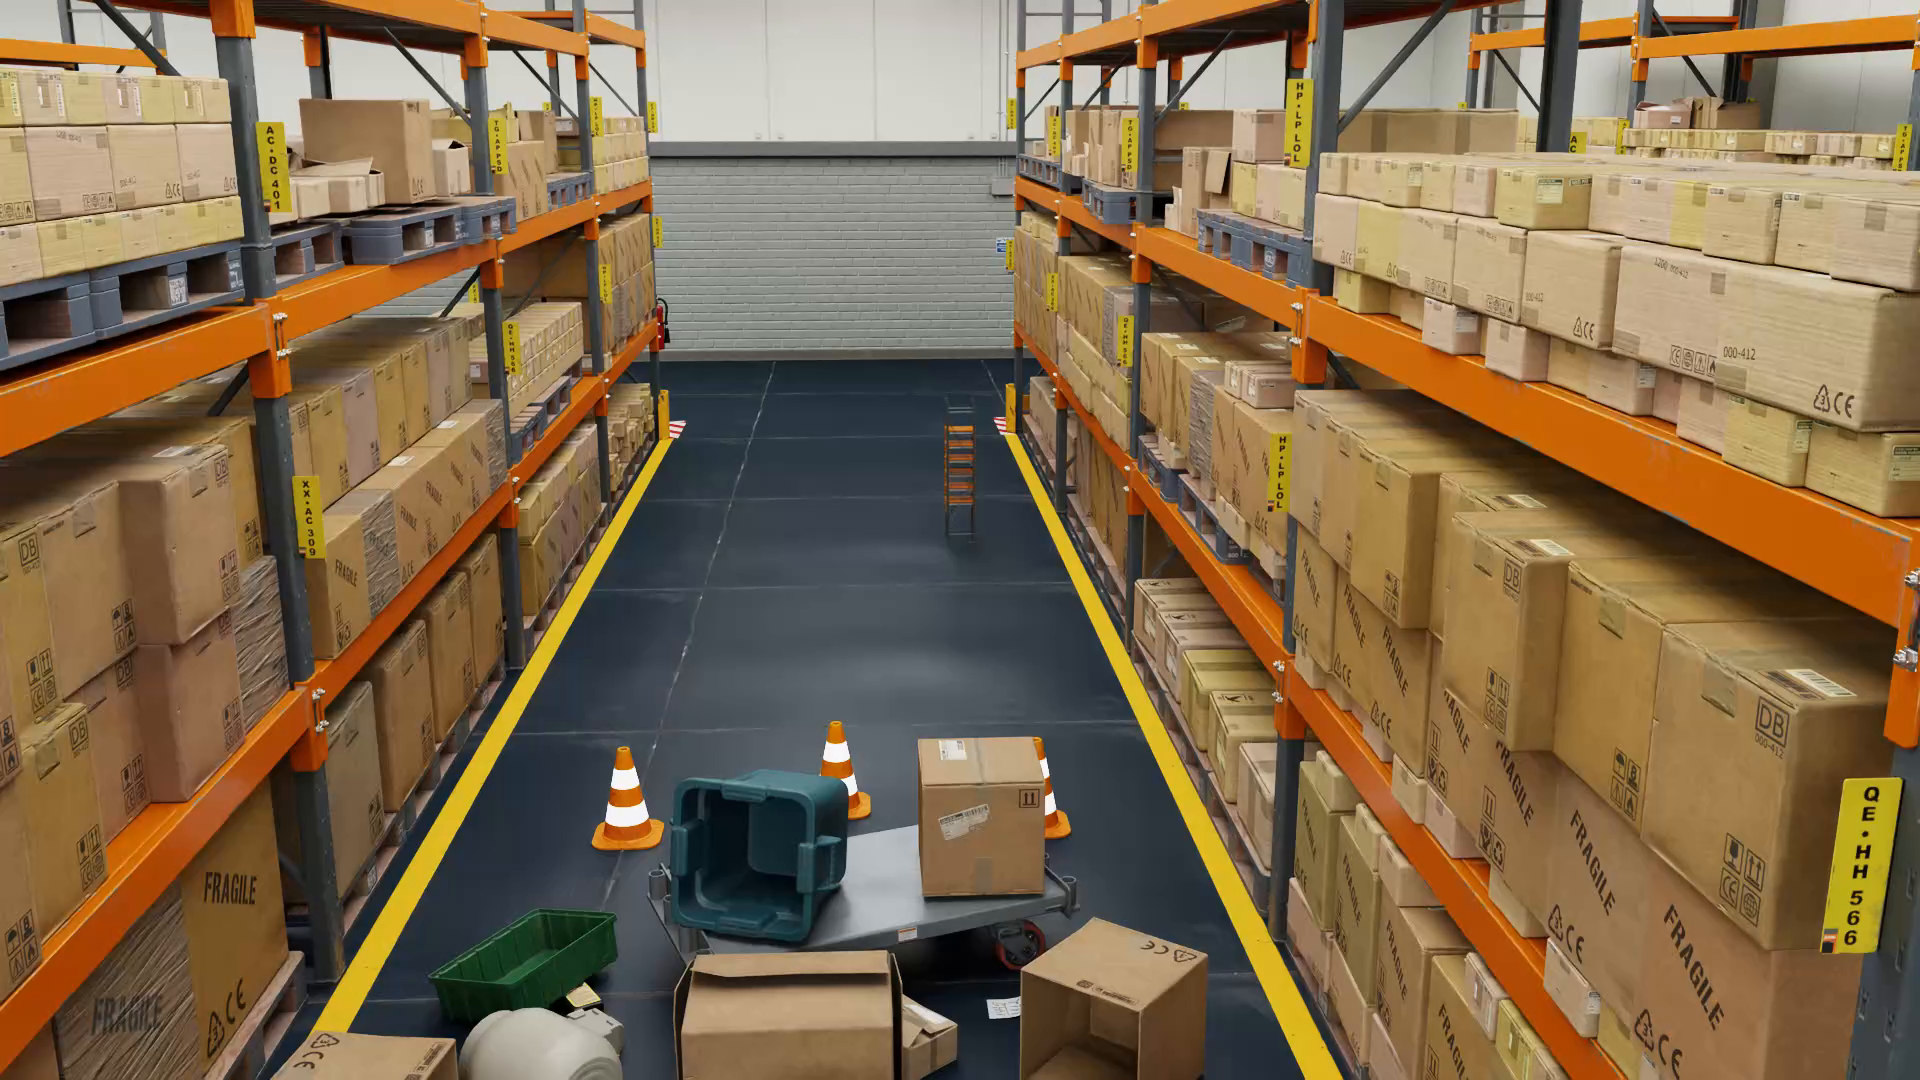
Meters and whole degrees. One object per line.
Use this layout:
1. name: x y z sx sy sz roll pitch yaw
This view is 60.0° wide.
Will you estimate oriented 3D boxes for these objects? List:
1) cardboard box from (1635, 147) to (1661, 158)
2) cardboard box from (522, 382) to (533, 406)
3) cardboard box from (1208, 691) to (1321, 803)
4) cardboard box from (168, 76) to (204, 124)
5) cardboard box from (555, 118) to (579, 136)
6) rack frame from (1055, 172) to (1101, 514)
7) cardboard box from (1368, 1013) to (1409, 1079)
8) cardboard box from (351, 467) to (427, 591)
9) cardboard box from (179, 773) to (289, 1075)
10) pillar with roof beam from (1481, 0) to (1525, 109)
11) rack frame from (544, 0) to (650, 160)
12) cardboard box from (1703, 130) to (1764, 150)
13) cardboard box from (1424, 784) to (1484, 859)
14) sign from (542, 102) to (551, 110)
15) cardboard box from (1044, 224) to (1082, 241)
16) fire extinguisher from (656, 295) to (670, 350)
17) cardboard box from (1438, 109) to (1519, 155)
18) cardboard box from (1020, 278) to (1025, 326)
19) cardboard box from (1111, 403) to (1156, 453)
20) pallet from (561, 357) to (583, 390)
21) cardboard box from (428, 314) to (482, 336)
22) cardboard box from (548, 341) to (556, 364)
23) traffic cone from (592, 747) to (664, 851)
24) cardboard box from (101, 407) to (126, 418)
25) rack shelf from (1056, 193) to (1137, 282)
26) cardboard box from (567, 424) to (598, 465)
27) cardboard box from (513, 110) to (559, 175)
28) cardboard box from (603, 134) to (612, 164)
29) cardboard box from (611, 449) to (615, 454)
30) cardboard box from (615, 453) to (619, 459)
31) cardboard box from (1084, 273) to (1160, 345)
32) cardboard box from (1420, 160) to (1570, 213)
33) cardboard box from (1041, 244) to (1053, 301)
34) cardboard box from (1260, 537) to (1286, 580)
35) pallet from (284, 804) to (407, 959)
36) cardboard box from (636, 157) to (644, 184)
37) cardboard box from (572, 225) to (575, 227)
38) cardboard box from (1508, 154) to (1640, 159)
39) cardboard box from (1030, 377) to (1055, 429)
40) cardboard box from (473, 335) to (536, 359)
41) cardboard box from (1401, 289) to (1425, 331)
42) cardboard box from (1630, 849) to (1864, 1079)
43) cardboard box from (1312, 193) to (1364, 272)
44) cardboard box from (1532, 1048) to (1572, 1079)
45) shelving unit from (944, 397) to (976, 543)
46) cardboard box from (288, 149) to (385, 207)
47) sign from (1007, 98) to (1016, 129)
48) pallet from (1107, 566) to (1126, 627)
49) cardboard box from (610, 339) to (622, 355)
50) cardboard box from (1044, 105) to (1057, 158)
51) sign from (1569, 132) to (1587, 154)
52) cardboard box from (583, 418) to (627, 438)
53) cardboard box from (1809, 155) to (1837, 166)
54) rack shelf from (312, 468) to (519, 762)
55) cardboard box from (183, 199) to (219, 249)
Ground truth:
1. cardboard box: 5.918 -3.227 13.988 0.380 0.149 0.250 -1 14 -3
2. cardboard box: -3.203 -1.012 11.602 0.380 0.149 0.250 0 14 -1
3. cardboard box: 1.774 1.038 8.402 0.950 0.372 0.625 0 14 0
4. cardboard box: -2.721 -1.440 5.446 0.380 0.149 0.250 -1 14 -4
5. cardboard box: -3.349 -3.501 14.093 0.380 0.149 0.250 -1 14 -4
6. rack frame: 1.361 -1.712 14.659 1.000 3.000 0.127 -1 14 -3
7. cardboard box: 1.704 1.822 5.602 0.500 0.250 0.500 -1 14 -4
8. cardboard box: -2.902 -0.054 8.015 0.500 0.500 0.500 -1 14 -4
9. cardboard box: -3.108 1.363 6.131 0.875 0.875 0.875 -1 14 -3
10. pillar with roof beam: 2.503 -6.307 20.481 9.100 9.000 0.400 -1 14 -3
11. rack frame: -3.821 -5.510 17.383 1.000 3.000 0.127 -1 14 -3
12. cardboard box: 6.044 -3.115 12.959 0.380 0.149 0.250 -1 14 -3
13. cardboard box: 1.670 0.864 5.154 0.380 0.149 0.250 -1 14 -4
14. sign: -4.362 -4.472 17.615 0.100 0.325 0.005 -1 14 -3
15. cardboard box: 1.009 -2.949 15.959 0.380 0.149 0.250 -1 14 -5
16. fire extinguisher: -3.376 -2.456 18.457 0.296 0.674 0.183 -1 14 -3
17. cardboard box: 2.180 -1.823 7.526 0.500 0.250 0.500 -1 14 -5
18. cardboard box: 0.916 -2.506 17.544 0.500 0.500 0.500 -1 14 -4
19. cardboard box: 1.319 -0.766 11.284 0.500 0.250 0.500 -1 14 -5
20. pallet: -3.671 -1.325 13.540 1.003 0.211 1.213 -1 14 -3
21. cardboard box: -3.958 -1.680 13.002 0.380 0.149 0.250 -1 14 -4
22. cardboard box: -3.266 -1.412 12.559 0.380 0.149 0.250 -1 14 -3
23. traffic cone: -1.653 1.251 8.234 0.336 0.463 0.334 -1 14 -3
24. cardboard box: -8.546 -1.122 15.789 0.875 0.875 0.875 -1 14 -3
25. rack shelf: 1.485 -2.318 12.441 1.077 0.370 4.000 -1 14 -3
26. cardboard box: -3.274 -0.785 13.725 0.500 0.250 0.500 -1 14 -5
27. cardboard box: -3.659 -3.218 13.452 0.700 0.500 0.500 -1 14 -3
28. cardboard box: -3.389 -3.480 14.808 0.500 0.250 0.500 -1 14 -4
29. cardboard box: -3.446 -0.861 15.633 0.380 0.149 0.250 -2 15 -6
30. cardboard box: -3.424 -0.718 15.675 0.380 0.149 0.250 -1 14 -5
31. cardboard box: 1.228 -1.751 12.605 0.500 0.500 0.500 -1 14 -4
32. cardboard box: 1.659 -1.099 5.162 0.380 0.149 0.250 -1 14 -5
33. cardboard box: 1.033 -2.484 15.452 0.500 0.500 0.500 -1 14 -4
34. cardboard box: 1.550 0.073 7.385 0.380 0.149 0.250 -1 14 -3
35. pallet: -3.200 1.539 7.620 1.003 0.211 1.213 -1 14 -3
36. cardboard box: -3.490 -3.749 16.859 0.500 0.250 0.500 -1 14 -3
37. cardboard box: -3.975 -2.784 16.022 0.500 0.500 0.500 -1 14 -5
38. cardboard box: 2.187 -1.300 5.944 0.380 0.149 0.250 -1 14 -5
39. cardboard box: 1.254 -1.506 18.160 0.875 0.438 0.875 -1 14 -5
40. cardboard box: -3.225 -1.364 11.775 0.380 0.149 0.250 0 14 -1
41. cardboard box: 1.694 -0.783 5.534 0.380 0.149 0.250 0 14 -2
42. cardboard box: 1.796 0.950 3.518 0.500 0.500 0.500 -1 14 -4
43. cardboard box: 1.611 -1.132 6.092 0.500 0.250 0.500 -1 14 -5
44. cardboard box: 1.705 1.438 4.285 0.380 0.149 0.250 0 14 -2
45. shelving unit: 0.001 -0.577 13.863 0.258 1.200 0.189 -1 14 -3
46. cardboard box: -2.982 -1.728 7.931 0.396 0.266 0.258 -1 14 -3
47. sign: 0.559 -4.614 18.005 0.100 0.325 0.005 -1 14 -3
48. pallet: 1.636 0.437 11.906 1.003 0.211 1.213 -1 14 -3
49. cardboard box: -3.384 -1.824 15.599 0.380 0.149 0.250 -1 14 -2
50. cardboard box: 1.089 -3.956 16.116 0.500 0.500 0.500 -1 14 -2
51. sign: 2.398 -1.435 6.528 0.100 0.325 0.005 -1 14 -3
52. cardboard box: -3.383 -1.070 15.851 0.380 0.149 0.250 -1 14 -2
53. cardboard box: 6.255 -2.644 11.762 0.380 0.149 0.250 -1 14 -3
54. rack shelf: -3.201 0.231 8.554 1.077 0.370 4.000 -1 14 -3
55. cardboard box: -2.720 -1.055 5.547 0.380 0.149 0.250 -1 14 -3
